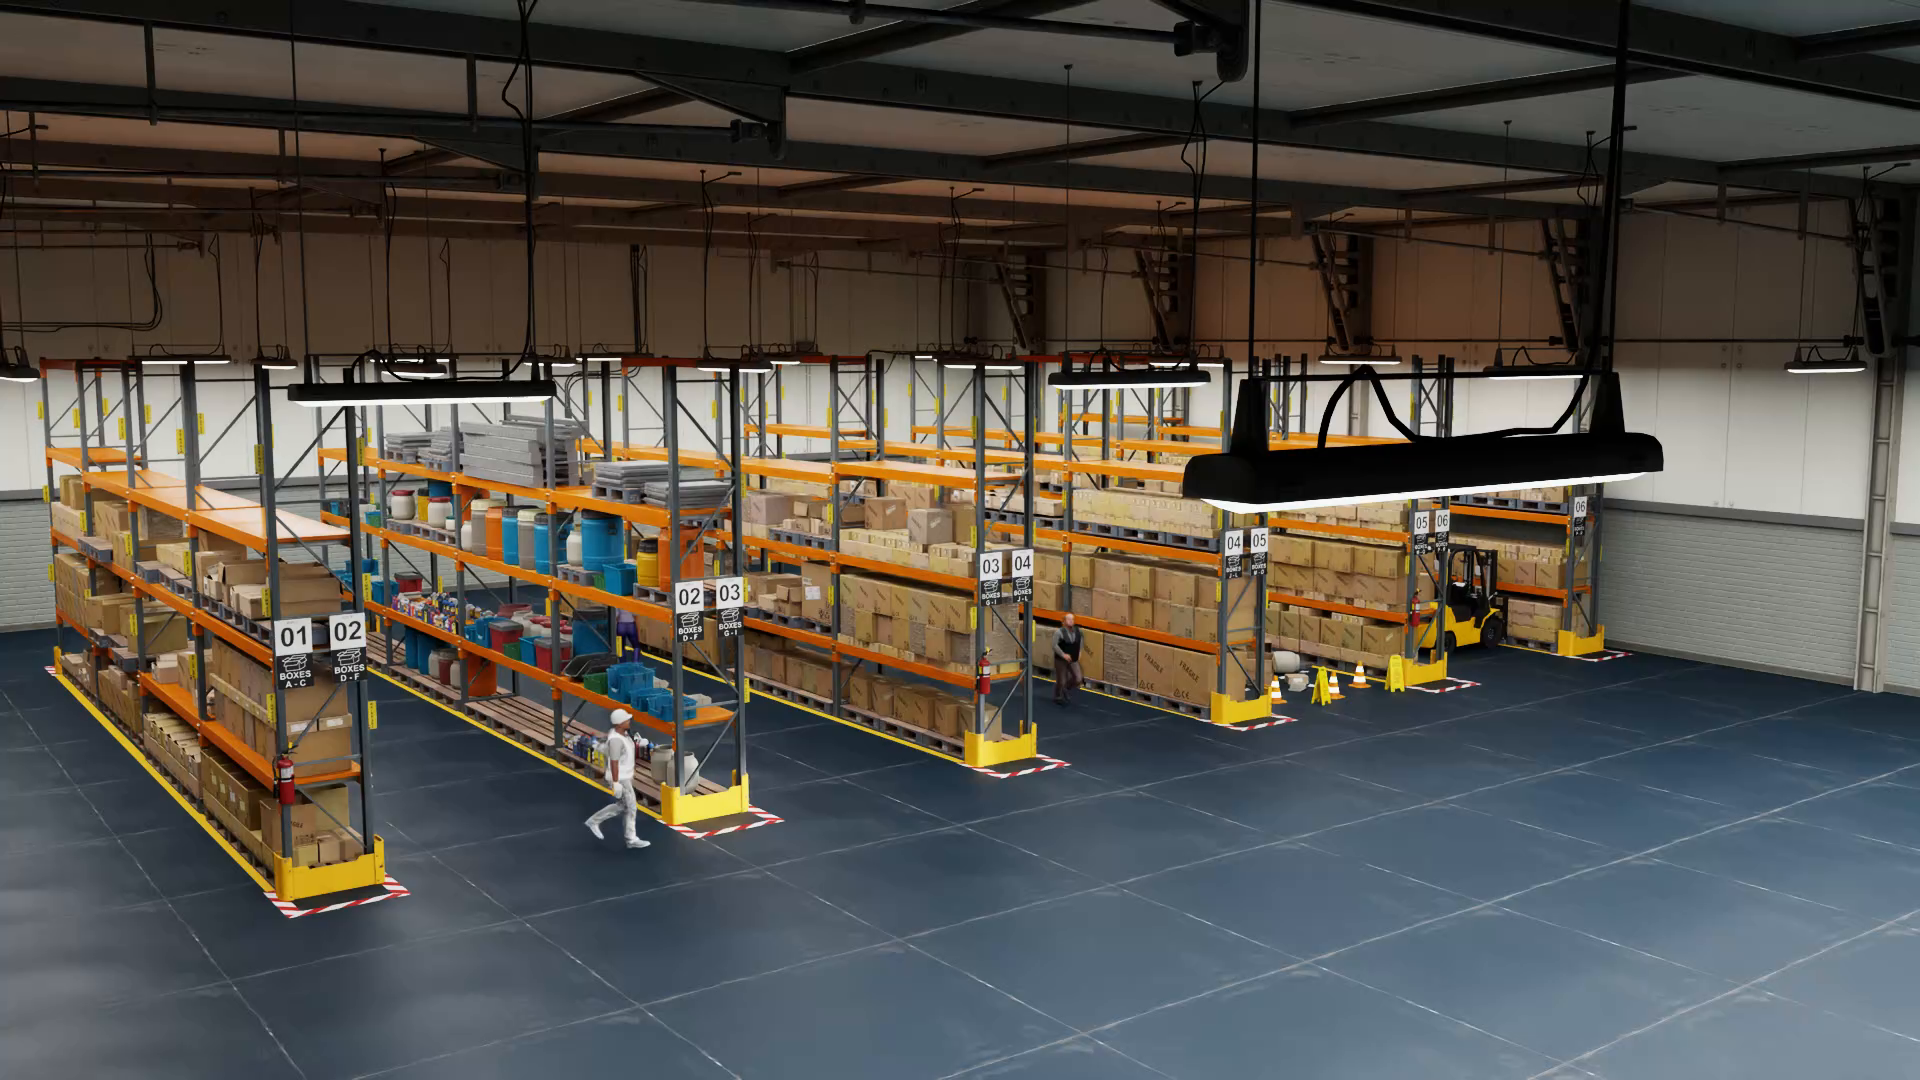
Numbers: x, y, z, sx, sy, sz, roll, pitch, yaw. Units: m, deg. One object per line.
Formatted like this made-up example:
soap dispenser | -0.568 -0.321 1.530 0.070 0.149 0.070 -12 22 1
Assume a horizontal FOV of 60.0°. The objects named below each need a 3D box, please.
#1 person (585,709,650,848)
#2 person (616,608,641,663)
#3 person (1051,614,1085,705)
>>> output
person | -4.271 2.962 20.742 0.806 1.763 0.574 0 7 2
person | -6.303 1.744 31.497 0.538 1.645 0.489 -1 7 -9
person | 1.865 2.067 28.799 0.709 1.638 0.718 -4 8 -28
